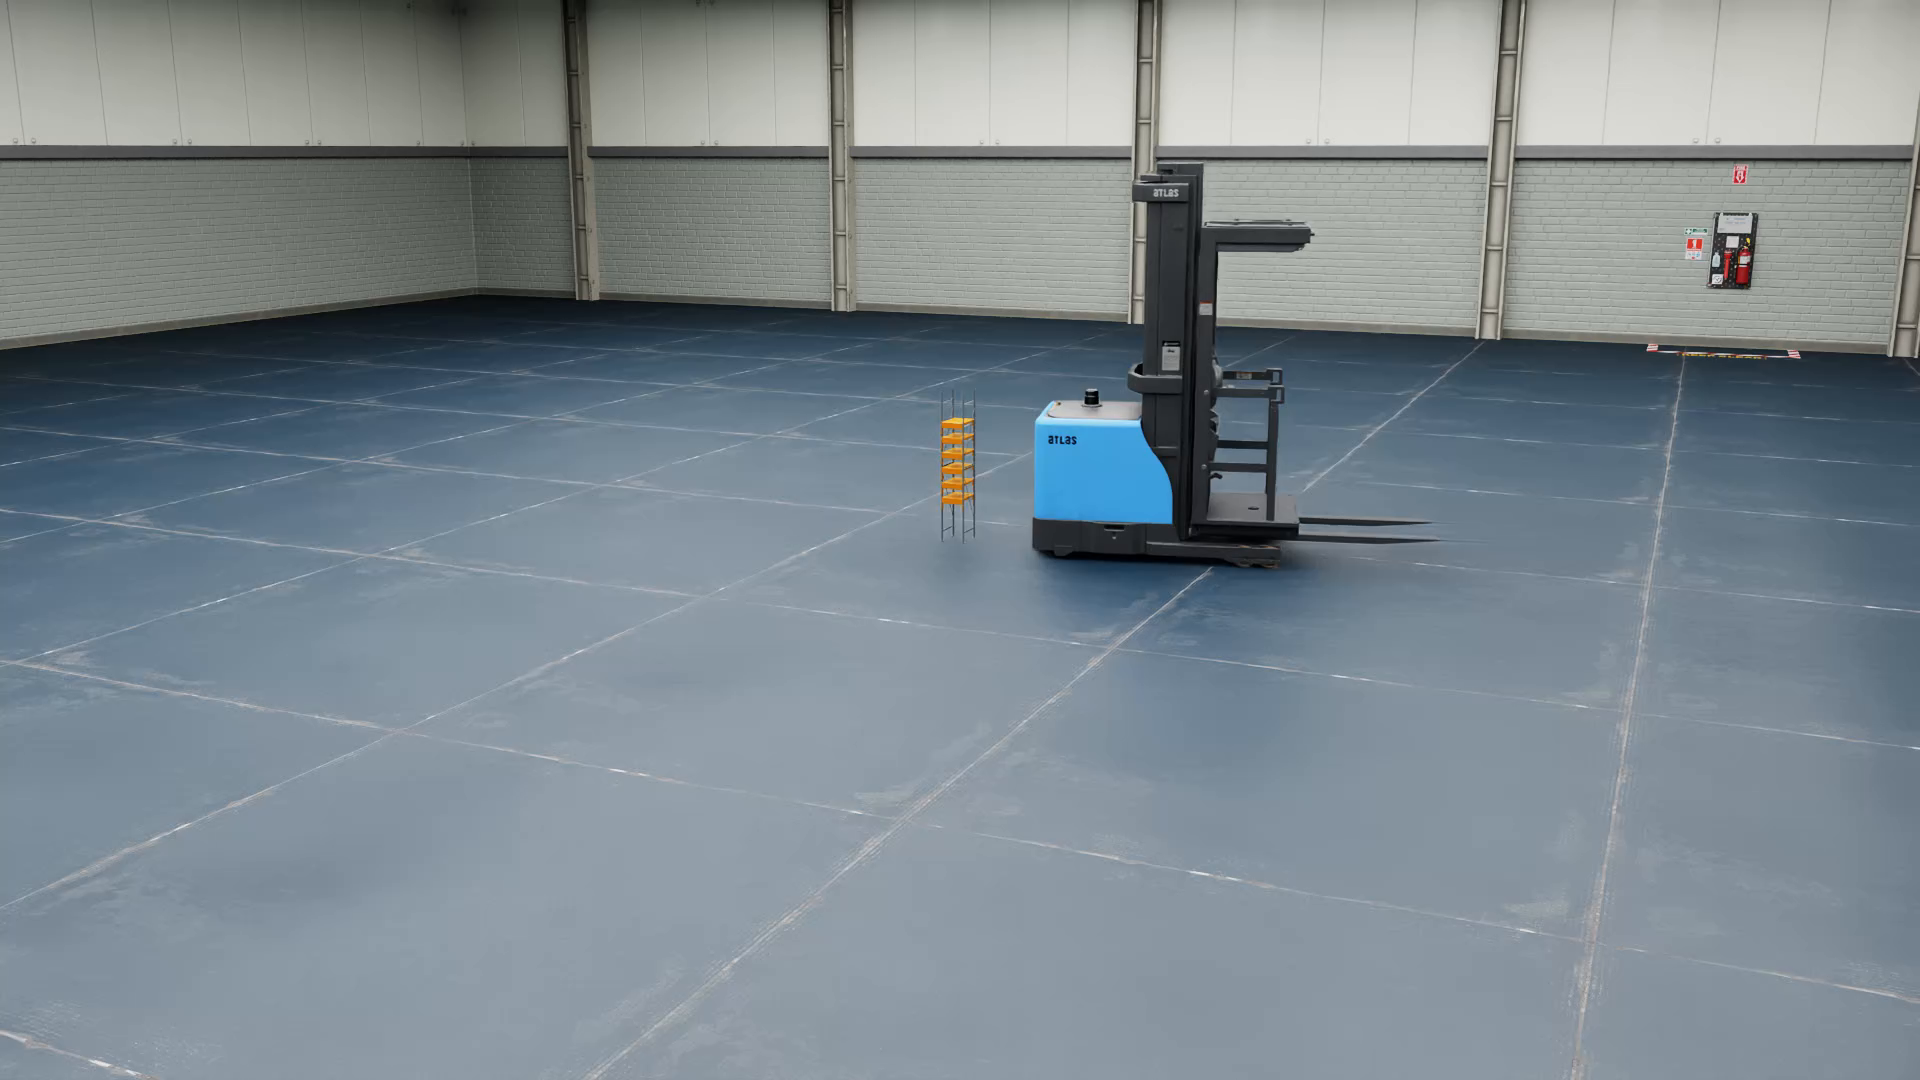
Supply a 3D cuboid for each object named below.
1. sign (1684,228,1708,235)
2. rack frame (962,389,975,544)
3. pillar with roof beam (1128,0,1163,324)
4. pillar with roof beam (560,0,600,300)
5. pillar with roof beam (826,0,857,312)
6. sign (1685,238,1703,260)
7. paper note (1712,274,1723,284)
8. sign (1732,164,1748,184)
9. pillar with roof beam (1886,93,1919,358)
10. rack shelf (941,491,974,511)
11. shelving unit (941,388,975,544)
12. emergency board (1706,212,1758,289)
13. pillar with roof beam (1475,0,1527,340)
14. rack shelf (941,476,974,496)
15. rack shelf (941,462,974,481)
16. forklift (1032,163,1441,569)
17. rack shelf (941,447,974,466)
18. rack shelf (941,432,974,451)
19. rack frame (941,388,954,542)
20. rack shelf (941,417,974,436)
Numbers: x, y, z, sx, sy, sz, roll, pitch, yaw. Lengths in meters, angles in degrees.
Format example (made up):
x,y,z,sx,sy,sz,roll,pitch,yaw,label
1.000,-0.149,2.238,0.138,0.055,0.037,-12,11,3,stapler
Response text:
x,y,z,sx,sy,sz,roll,pitch,yaw,label
11.507,-4.819,25.989,0.331,0.109,0.001,6,14,23,sign
0.070,-0.577,13.087,0.006,1.200,0.240,6,14,23,rack frame
1.499,-7.369,24.960,0.400,9.000,9.100,6,14,23,pillar with roof beam
-9.472,-8.479,29.692,0.400,9.000,9.100,6,14,23,pillar with roof beam
-3.987,-7.924,27.326,0.400,9.000,9.100,6,14,23,pillar with roof beam
11.507,-4.564,26.060,0.234,0.329,0.001,6,14,23,sign
11.837,-4.076,25.986,0.142,0.148,0.016,6,14,23,paper note
12.004,-5.624,25.581,0.199,0.298,0.001,6,14,23,sign
12.471,-6.259,20.228,0.400,9.000,9.100,6,14,23,pillar with roof beam
-0.013,-0.309,13.188,0.180,0.103,0.258,6,14,23,rack shelf
-0.013,-0.585,13.123,0.189,1.200,0.258,6,14,23,shelving unit
11.971,-4.474,25.754,0.643,1.169,0.194,6,14,23,emergency board
6.985,-6.814,22.594,0.400,9.000,9.100,6,14,23,pillar with roof beam
-0.013,-0.425,13.161,0.180,0.103,0.258,6,14,23,rack shelf
-0.013,-0.542,13.134,0.180,0.103,0.258,6,14,23,rack shelf
2.116,-1.344,12.566,3.031,2.935,1.130,2,13,9,forklift
-0.013,-0.659,13.106,0.180,0.103,0.258,6,14,23,rack shelf
-0.013,-0.776,13.079,0.180,0.103,0.258,6,14,23,rack shelf
-0.097,-0.594,13.160,0.006,1.200,0.240,6,14,23,rack frame
-0.013,-0.893,13.051,0.180,0.103,0.258,6,14,23,rack shelf
